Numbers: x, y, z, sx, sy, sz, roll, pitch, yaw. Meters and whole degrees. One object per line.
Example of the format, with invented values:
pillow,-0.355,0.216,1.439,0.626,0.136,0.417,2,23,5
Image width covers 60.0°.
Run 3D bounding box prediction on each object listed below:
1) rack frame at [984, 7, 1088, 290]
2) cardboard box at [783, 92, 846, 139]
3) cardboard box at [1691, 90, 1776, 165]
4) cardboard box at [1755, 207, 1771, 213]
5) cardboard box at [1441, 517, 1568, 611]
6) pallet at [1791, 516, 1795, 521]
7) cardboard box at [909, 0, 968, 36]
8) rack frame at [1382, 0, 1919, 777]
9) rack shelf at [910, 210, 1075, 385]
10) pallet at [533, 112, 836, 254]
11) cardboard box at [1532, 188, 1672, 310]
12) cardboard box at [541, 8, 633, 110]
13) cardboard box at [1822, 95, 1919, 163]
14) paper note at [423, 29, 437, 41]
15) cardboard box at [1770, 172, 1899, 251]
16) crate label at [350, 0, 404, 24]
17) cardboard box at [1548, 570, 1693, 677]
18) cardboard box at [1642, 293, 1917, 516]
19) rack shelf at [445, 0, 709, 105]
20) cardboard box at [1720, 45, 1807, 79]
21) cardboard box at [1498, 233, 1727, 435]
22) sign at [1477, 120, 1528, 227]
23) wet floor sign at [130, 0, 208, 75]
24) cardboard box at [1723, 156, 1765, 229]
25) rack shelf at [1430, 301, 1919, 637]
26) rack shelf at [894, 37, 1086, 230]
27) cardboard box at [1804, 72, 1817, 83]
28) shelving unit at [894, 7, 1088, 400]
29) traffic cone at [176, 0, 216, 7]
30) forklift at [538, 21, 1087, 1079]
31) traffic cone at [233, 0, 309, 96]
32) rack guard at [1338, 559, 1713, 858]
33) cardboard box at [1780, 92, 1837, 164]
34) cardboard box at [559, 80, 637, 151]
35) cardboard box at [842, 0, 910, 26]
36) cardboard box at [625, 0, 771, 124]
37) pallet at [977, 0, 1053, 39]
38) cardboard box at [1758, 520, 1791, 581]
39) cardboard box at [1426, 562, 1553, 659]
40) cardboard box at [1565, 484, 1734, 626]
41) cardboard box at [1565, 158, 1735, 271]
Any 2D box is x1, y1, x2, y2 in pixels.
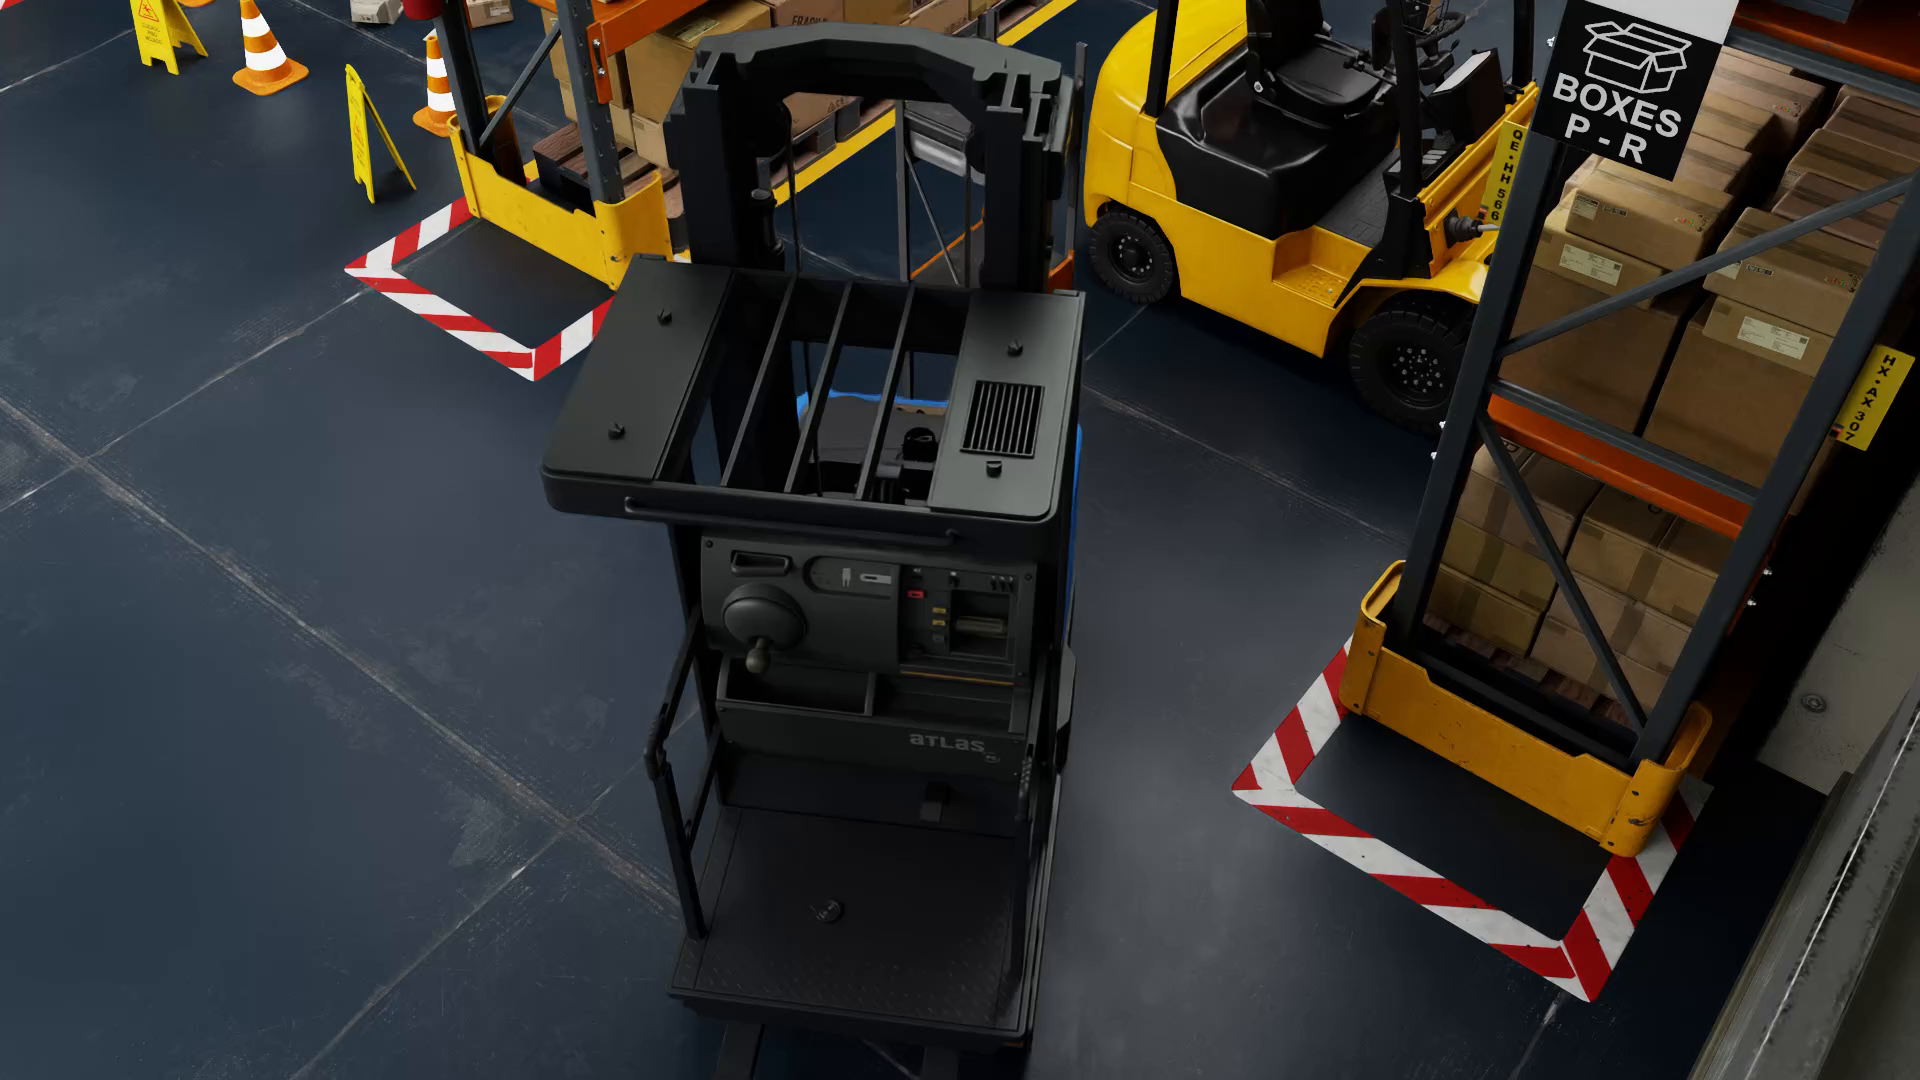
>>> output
rack frame,0.250,-0.960,6.215,0.400,2.100,0.015,29,53,25
cardboard box,-0.937,-2.313,8.496,0.500,0.250,0.500,31,54,26
cardboard box,2.280,-1.273,5.168,0.380,0.149,0.250,30,53,26
cardboard box,2.477,-0.805,4.926,0.380,0.149,0.250,29,53,25
cardboard box,2.014,-0.082,6.019,0.500,0.250,0.500,29,53,25
pallet,3.144,-0.485,7.067,1.003,0.211,1.213,29,53,25
cardboard box,-0.302,-2.918,9.075,0.500,0.250,0.500,30,53,26
rack frame,1.963,-0.297,4.959,1.000,3.000,0.127,29,53,25
rack shelf,0.101,-0.811,6.091,0.431,0.518,0.480,29,53,25
pallet,-1.396,-2.019,8.533,1.003,0.211,1.213,29,53,25
cardboard box,1.954,-0.878,4.997,0.380,0.149,0.250,30,53,25
cardboard box,-1.683,-2.517,8.173,0.500,0.500,0.500,30,53,25
cardboard box,2.838,-1.183,5.083,0.380,0.149,0.250,29,53,25
paper note,-2.964,-2.885,9.485,0.148,0.019,0.142,13,48,12
cardboard box,2.550,-0.881,4.793,0.380,0.149,0.250,31,54,26
crate label,-3.379,-3.090,9.607,0.250,0.136,0.298,6,47,5
cardboard box,2.415,0.158,5.790,0.500,0.250,0.500,30,53,26
cardboard box,2.486,-0.492,5.077,0.500,0.500,0.500,31,54,26
rack shelf,-0.744,-3.385,8.407,1.077,0.370,4.000,29,53,25
cardboard box,2.563,-1.581,5.462,0.380,0.149,0.250,30,53,26
cardboard box,2.057,-0.729,5.303,0.500,0.500,0.500,28,52,24
sign,1.543,-1.027,4.692,0.100,0.325,0.005,29,53,25
wet floor sign,-4.396,-2.915,9.088,0.267,0.644,0.232,21,50,19
cardboard box,2.294,-1.159,5.265,0.380,0.149,0.250,30,53,26
rack shelf,3.186,-1.193,6.313,1.077,0.370,4.000,29,53,25
rack shelf,0.101,-1.294,5.585,0.431,0.518,0.480,29,53,25
cardboard box,2.719,-1.623,5.708,0.380,0.149,0.250,30,53,25
shelving unit,0.101,-0.820,6.081,0.431,2.100,0.503,29,53,25
traffic cone,-4.497,-3.420,9.697,0.336,0.463,0.334,29,53,25
forklift,-0.283,0.297,4.439,1.130,2.935,3.031,6,47,5
traffic cone,-3.811,-2.726,9.034,0.336,0.463,0.334,29,53,25
rack guard,1.949,0.580,5.850,1.175,0.500,0.348,29,53,25
cardboard box,2.694,-1.315,5.863,0.500,0.500,0.500,28,53,24
cardboard box,-1.671,-2.280,8.465,0.500,0.250,0.500,29,53,25
cardboard box,-0.611,-2.881,8.521,0.500,0.500,0.500,30,53,26
cardboard box,-1.241,-2.297,7.962,0.500,0.500,0.500,28,52,24
pallet,0.096,-3.415,9.866,1.003,0.211,1.213,29,53,25
cardboard box,2.748,0.036,6.252,0.500,0.250,0.500,30,53,25
cardboard box,2.001,0.099,6.192,0.500,0.250,0.500,30,53,25
cardboard box,2.407,-0.029,5.623,0.500,0.250,0.500,28,53,24
cardboard box,2.016,-0.957,4.866,0.380,0.149,0.250,29,53,25
